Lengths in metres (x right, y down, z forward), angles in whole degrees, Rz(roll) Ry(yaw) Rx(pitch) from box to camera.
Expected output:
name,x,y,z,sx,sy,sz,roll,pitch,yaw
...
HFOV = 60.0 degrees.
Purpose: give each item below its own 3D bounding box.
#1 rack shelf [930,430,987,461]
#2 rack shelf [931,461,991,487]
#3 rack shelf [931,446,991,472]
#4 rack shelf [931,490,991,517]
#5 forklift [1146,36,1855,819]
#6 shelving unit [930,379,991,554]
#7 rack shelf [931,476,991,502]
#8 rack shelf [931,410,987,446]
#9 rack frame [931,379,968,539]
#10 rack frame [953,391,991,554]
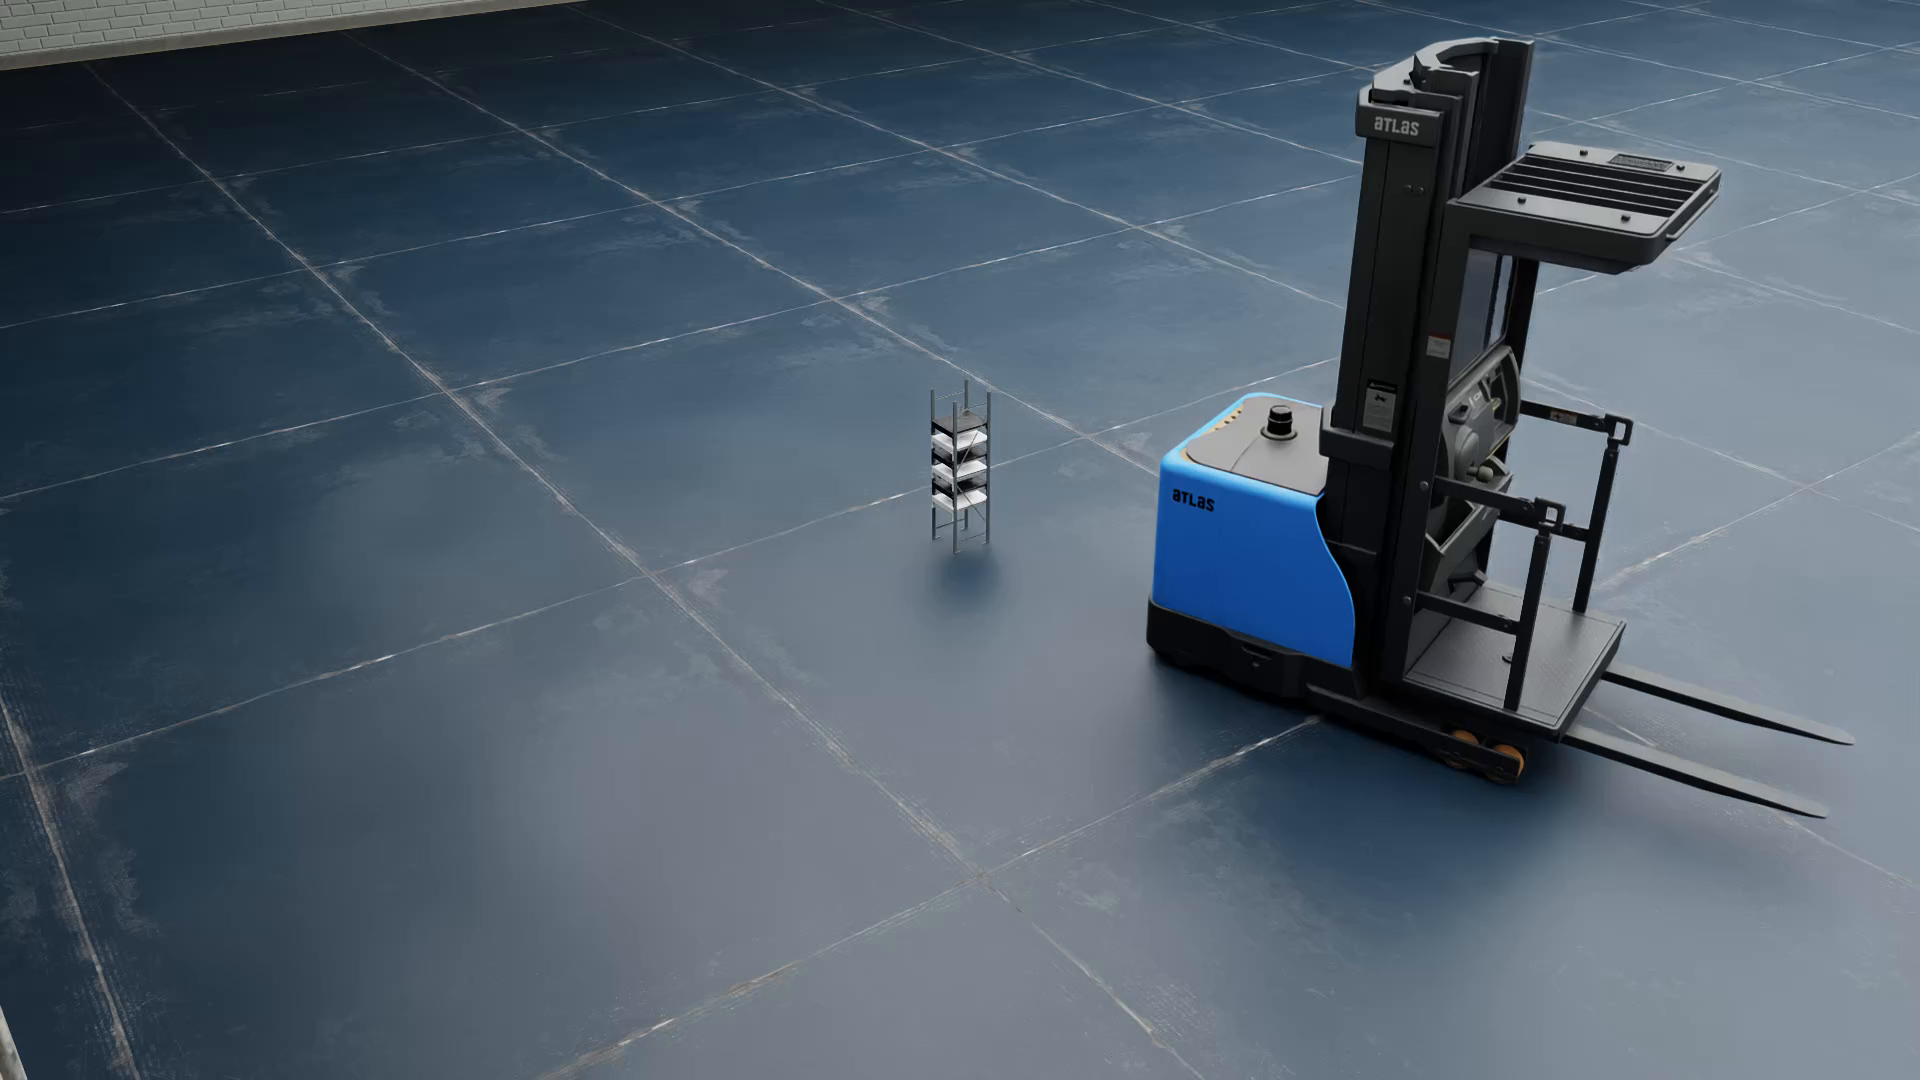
name,x,y,z,sx,sy,sz,roll,pitch,yaw
rack shelf,0.005,-0.521,8.897,0.258,0.077,0.200,-19,34,-31
rack shelf,0.005,-0.363,8.983,0.258,0.077,0.200,-19,34,-31
rack shelf,0.005,-0.442,8.940,0.258,0.077,0.200,-19,34,-31
rack shelf,0.005,-0.205,9.069,0.258,0.077,0.200,-19,34,-31
forklift,2.415,-0.517,7.069,3.031,2.935,1.130,18,33,30
shelving unit,0.005,-0.392,8.967,0.258,0.900,0.210,-19,34,-31
rack shelf,0.005,-0.284,9.026,0.258,0.077,0.200,-19,34,-31
rack shelf,0.005,-0.600,8.854,0.258,0.077,0.200,-19,34,-31
rack frame,-0.054,-0.432,9.040,0.240,0.900,0.006,-19,34,-31
rack frame,0.064,-0.353,8.895,0.240,0.900,0.006,-19,34,-31
